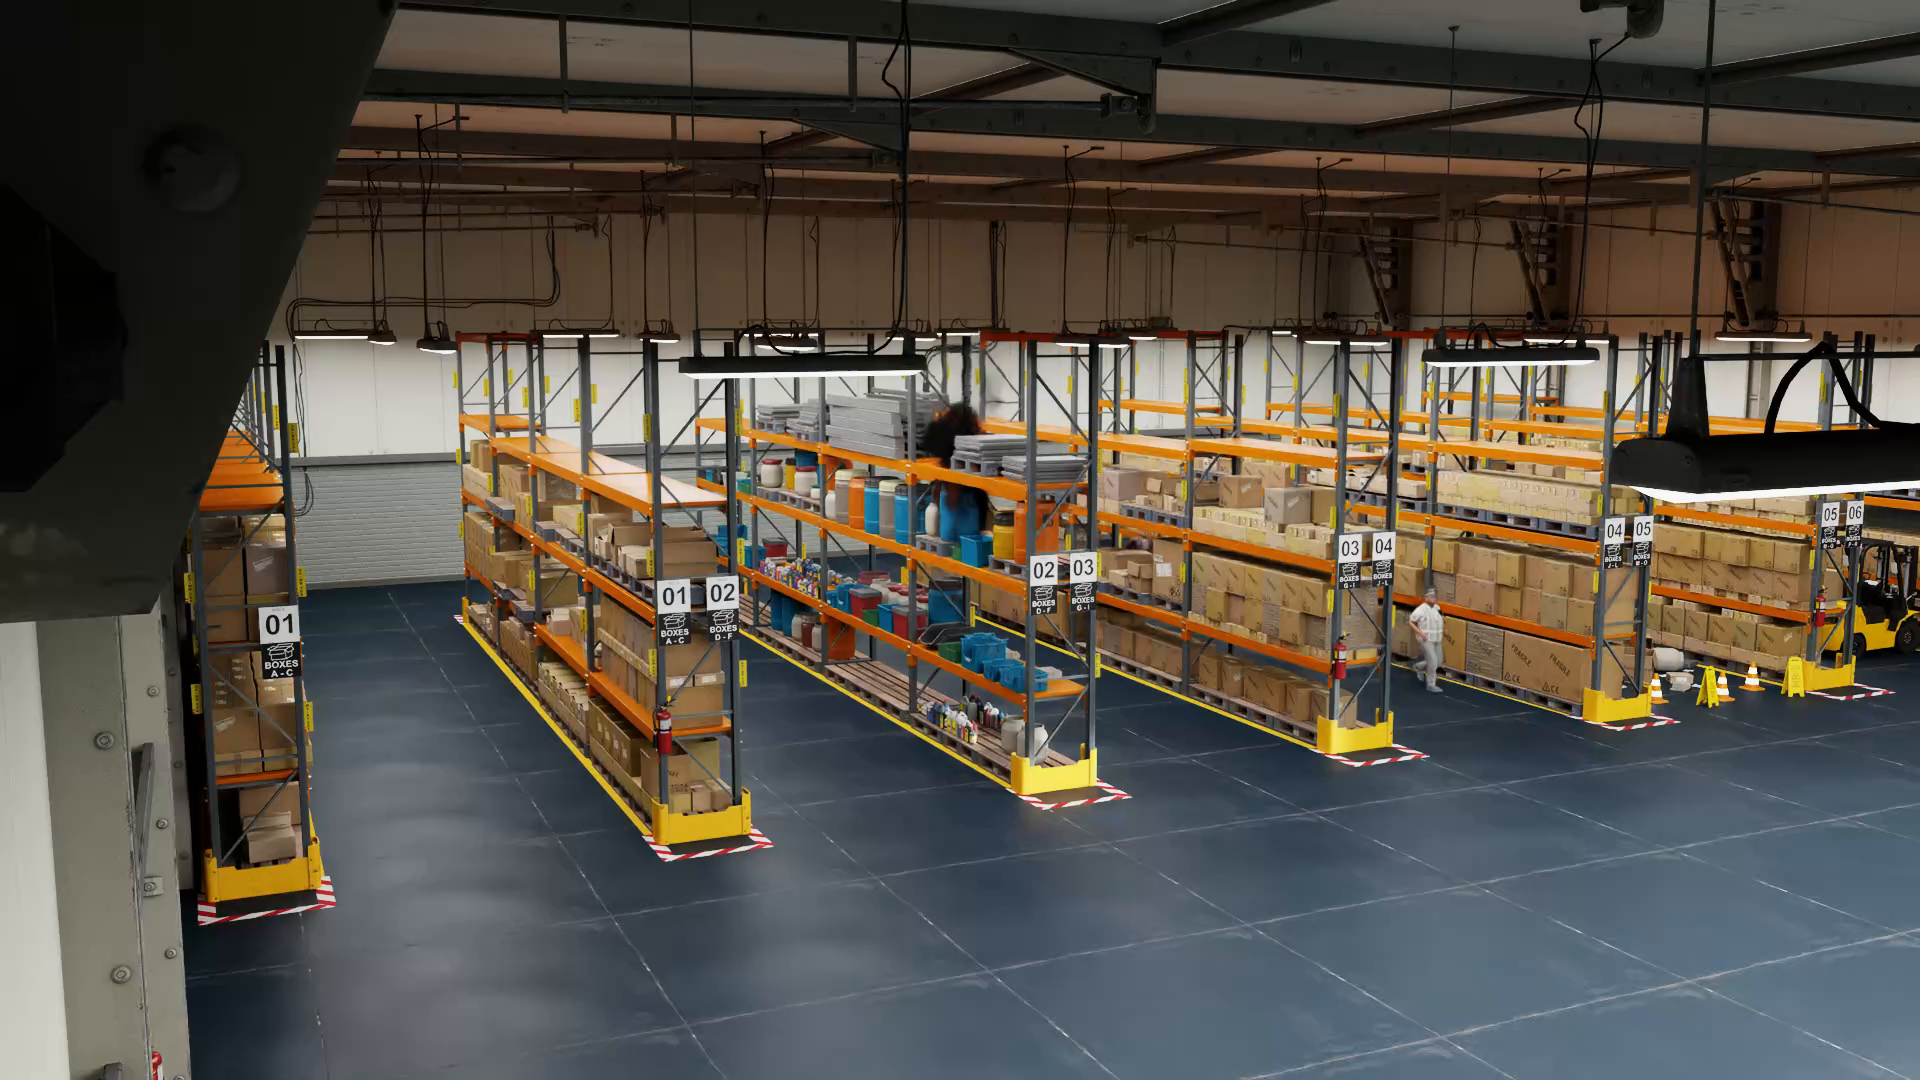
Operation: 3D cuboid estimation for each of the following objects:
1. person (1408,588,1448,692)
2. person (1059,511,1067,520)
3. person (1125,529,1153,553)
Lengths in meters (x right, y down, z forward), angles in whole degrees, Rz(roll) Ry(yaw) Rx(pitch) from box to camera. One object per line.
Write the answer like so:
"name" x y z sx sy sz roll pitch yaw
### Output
"person" 7.942 1.669 28.222 0.672 1.741 0.780 -4 9 -27
"person" 2.271 0.002 40.912 0.904 1.748 0.594 3 8 18
"person" 3.984 0.590 36.112 0.674 1.835 0.925 -3 8 -20
